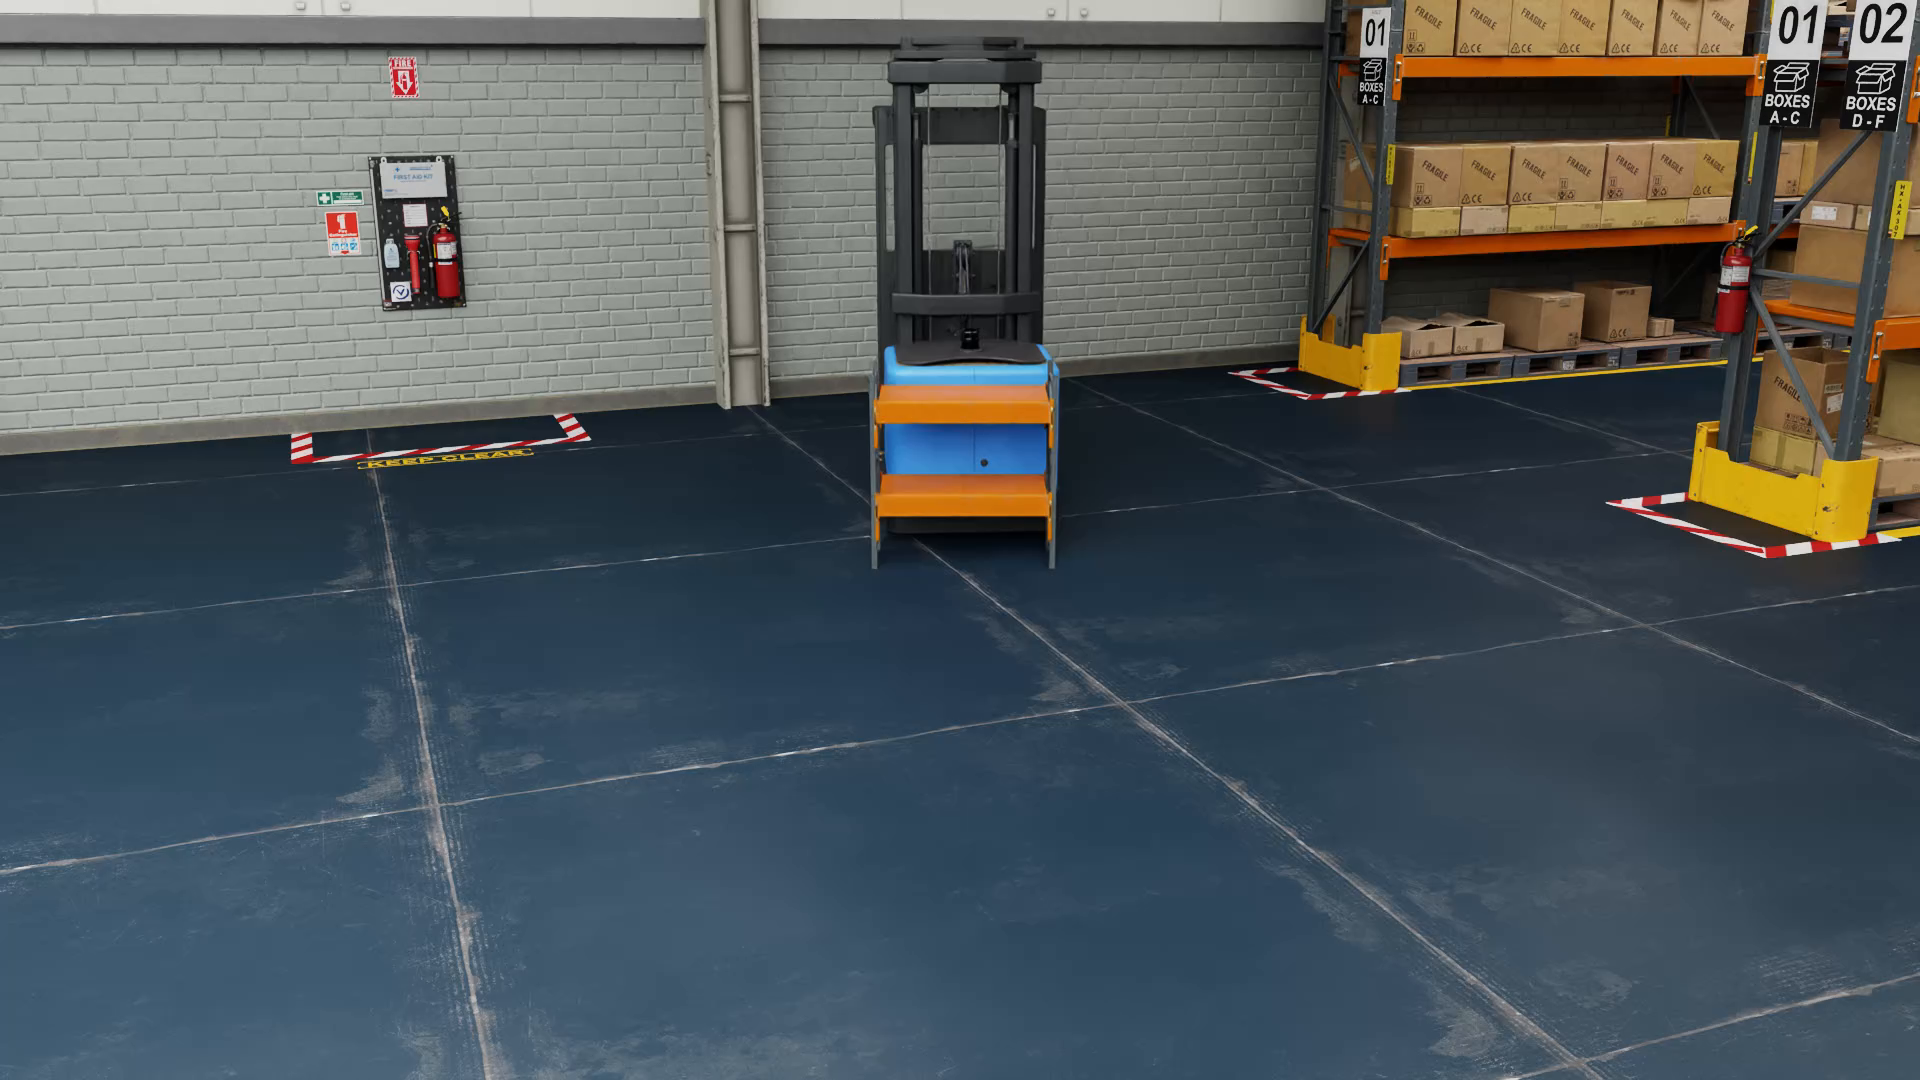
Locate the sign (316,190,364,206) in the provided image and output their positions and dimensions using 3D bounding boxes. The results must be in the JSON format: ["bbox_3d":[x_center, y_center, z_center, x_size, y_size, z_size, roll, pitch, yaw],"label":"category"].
[{"bbox_3d":[-4.692,-2.589,12.586,0.331,0.109,0.001,-6,17,-20],"label":"sign"}]

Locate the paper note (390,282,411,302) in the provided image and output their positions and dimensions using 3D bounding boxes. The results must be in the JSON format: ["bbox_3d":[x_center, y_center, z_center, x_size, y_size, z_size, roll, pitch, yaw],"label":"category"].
[{"bbox_3d":[-4.336,-1.925,12.895,0.142,0.148,0.016,-6,17,-20],"label":"paper note"}]

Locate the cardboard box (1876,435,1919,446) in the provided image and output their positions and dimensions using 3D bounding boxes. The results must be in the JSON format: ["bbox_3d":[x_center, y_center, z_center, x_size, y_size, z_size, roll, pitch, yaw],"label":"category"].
[{"bbox_3d":[6.256,-0.520,10.680,0.500,0.250,0.500,-6,17,-20],"label":"cardboard box"}]

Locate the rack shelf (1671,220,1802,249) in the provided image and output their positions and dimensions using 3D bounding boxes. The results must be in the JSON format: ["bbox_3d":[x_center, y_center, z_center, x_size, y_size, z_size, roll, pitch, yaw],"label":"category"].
[{"bbox_3d":[9.036,-3.153,16.790,4.000,0.370,1.077,-6,17,-20],"label":"rack shelf"}]

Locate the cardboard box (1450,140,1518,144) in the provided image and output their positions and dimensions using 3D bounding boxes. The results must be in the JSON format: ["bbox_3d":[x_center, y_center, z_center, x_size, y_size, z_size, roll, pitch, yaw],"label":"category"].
[{"bbox_3d":[4.752,-3.396,15.239,0.500,0.500,0.500,-7,18,-22],"label":"cardboard box"}]

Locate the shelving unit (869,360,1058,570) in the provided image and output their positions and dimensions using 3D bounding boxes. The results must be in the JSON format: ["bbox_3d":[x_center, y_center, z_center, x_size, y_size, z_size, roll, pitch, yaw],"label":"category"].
[{"bbox_3d":[0.019,-0.439,9.597,1.048,1.125,0.538,0,16,0],"label":"shelving unit"}]

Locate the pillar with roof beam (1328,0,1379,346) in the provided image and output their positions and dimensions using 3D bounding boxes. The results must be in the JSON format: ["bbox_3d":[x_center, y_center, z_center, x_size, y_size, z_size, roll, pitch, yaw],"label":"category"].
[{"bbox_3d":[5.318,-4.938,10.942,0.400,9.000,9.100,-6,17,-20],"label":"pillar with roof beam"}]

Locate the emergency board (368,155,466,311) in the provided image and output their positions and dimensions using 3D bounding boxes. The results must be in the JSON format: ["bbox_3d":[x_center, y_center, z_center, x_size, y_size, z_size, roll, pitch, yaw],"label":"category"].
[{"bbox_3d":[-4.146,-2.348,12.770,0.643,1.169,0.194,-6,17,-20],"label":"emergency board"}]

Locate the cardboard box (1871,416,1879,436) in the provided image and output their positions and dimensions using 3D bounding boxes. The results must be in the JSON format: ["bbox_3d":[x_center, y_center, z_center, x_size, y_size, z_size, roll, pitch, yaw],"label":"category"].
[{"bbox_3d":[6.067,-0.658,11.151,0.500,0.250,0.500,-6,17,-20],"label":"cardboard box"}]

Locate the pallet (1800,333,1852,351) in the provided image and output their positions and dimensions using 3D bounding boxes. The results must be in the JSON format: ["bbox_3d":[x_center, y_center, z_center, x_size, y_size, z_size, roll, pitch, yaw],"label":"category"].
[{"bbox_3d":[9.036,-2.162,17.086,1.213,0.211,1.003,-6,17,-20],"label":"pallet"}]

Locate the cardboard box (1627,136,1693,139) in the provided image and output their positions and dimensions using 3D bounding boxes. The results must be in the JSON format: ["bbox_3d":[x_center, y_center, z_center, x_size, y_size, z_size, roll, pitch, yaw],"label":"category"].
[{"bbox_3d":[6.655,-3.602,15.940,0.500,0.500,0.500,-7,18,-21],"label":"cardboard box"}]

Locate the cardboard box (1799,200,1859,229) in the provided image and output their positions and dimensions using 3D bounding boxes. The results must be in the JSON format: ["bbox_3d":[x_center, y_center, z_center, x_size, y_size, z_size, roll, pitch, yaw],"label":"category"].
[{"bbox_3d":[5.498,-2.039,10.388,0.250,0.149,0.380,-6,18,-21],"label":"cardboard box"}]

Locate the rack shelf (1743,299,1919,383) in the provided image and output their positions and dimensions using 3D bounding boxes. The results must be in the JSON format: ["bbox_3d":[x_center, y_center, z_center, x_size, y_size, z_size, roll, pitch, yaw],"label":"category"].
[{"bbox_3d":[7.077,-1.447,10.980,4.000,0.370,1.077,-6,17,-20],"label":"rack shelf"}]

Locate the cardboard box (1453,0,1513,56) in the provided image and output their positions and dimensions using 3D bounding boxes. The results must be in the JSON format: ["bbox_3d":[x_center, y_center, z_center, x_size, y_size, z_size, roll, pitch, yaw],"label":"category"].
[{"bbox_3d":[4.350,-4.403,14.232,0.500,0.500,0.500,-5,17,-16],"label":"cardboard box"}]

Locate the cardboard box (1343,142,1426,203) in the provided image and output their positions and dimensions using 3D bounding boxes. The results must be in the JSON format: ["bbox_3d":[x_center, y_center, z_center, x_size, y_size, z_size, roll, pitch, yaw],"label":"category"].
[{"bbox_3d":[3.798,-3.295,14.894,0.500,0.500,0.500,-6,18,-21],"label":"cardboard box"}]

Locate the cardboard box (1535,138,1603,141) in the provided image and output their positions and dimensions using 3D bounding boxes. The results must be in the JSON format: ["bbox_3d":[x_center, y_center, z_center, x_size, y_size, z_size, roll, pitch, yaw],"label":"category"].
[{"bbox_3d":[5.703,-3.502,15.600,0.500,0.500,0.500,-6,17,-19],"label":"cardboard box"}]

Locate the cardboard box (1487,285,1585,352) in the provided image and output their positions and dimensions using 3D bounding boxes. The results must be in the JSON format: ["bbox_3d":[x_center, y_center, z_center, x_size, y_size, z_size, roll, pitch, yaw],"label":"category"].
[{"bbox_3d":[5.347,-2.070,15.479,0.500,0.500,0.700,-7,18,-24],"label":"cardboard box"}]

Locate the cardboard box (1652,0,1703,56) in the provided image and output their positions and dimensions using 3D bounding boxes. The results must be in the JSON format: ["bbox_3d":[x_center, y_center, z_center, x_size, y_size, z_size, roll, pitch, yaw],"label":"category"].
[{"bbox_3d":[6.309,-4.630,15.005,0.500,0.500,0.500,-8,18,-25],"label":"cardboard box"}]

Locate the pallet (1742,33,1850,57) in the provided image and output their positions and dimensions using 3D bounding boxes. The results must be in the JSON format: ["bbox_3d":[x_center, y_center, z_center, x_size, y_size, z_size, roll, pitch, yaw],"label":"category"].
[{"bbox_3d":[7.783,-4.680,15.722,1.003,0.211,1.213,-6,17,-20],"label":"pallet"}]

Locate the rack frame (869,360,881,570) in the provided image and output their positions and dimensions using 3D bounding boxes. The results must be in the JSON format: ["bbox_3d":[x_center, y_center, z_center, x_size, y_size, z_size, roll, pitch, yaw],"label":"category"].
[{"bbox_3d":[-0.489,-0.438,9.594,0.032,1.125,0.500,0,16,0],"label":"rack frame"}]

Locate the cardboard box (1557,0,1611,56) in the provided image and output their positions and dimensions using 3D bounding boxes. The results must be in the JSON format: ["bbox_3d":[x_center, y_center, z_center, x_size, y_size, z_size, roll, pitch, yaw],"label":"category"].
[{"bbox_3d":[5.326,-4.516,14.617,0.500,0.500,0.500,-5,17,-17],"label":"cardboard box"}]

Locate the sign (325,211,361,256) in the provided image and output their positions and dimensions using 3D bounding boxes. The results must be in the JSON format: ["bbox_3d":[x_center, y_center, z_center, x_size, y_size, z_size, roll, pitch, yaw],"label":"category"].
[{"bbox_3d":[-4.700,-2.336,12.667,0.234,0.329,0.001,-6,17,-20],"label":"sign"}]

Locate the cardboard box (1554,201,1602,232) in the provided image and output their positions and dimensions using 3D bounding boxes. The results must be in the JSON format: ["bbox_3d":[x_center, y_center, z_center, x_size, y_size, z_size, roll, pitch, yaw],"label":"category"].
[{"bbox_3d":[5.433,-2.953,15.062,0.500,0.250,0.500,-6,17,-20],"label":"cardboard box"}]

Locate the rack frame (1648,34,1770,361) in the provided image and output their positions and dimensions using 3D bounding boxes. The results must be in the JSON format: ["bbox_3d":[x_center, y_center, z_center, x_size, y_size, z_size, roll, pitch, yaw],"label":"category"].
[{"bbox_3d":[7.169,-3.297,16.002,0.127,3.000,1.000,-6,17,-20],"label":"rack frame"}]

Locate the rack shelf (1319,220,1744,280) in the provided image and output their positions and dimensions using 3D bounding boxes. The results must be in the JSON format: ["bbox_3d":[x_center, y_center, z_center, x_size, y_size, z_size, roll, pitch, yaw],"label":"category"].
[{"bbox_3d":[5.301,-2.750,15.417,4.000,0.370,1.077,-6,17,-20],"label":"rack shelf"}]

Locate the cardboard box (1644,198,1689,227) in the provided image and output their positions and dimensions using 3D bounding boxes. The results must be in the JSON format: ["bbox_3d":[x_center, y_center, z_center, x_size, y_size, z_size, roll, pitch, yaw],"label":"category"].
[{"bbox_3d":[6.367,-3.059,15.422,0.500,0.250,0.500,-6,17,-20],"label":"cardboard box"}]

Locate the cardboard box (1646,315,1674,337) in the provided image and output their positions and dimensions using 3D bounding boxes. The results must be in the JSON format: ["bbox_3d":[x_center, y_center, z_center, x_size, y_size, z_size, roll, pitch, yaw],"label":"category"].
[{"bbox_3d":[6.680,-2.087,16.129,0.250,0.166,0.380,-9,18,-27],"label":"cardboard box"}]

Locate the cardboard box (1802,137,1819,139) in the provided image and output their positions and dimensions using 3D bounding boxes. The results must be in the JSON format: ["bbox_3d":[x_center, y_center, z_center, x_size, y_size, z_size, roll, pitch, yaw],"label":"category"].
[{"bbox_3d":[8.784,-3.727,16.510,0.500,0.500,0.700,-4,17,-12],"label":"cardboard box"}]

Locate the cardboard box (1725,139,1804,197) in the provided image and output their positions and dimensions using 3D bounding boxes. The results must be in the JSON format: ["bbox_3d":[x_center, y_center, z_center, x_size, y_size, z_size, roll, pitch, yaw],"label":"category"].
[{"bbox_3d":[7.656,-3.598,16.070,0.500,0.500,0.700,-6,17,-20],"label":"cardboard box"}]

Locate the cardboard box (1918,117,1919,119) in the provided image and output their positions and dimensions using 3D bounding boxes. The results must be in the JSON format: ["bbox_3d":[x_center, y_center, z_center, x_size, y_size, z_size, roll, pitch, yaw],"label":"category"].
[{"bbox_3d":[6.189,-2.365,10.347,0.500,0.500,0.700,-7,18,-22],"label":"cardboard box"}]

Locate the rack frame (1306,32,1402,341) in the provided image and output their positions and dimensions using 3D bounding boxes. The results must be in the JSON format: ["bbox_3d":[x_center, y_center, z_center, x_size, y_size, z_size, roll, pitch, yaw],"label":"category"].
[{"bbox_3d":[3.434,-2.894,14.629,0.127,3.000,1.000,-6,17,-20],"label":"rack frame"}]

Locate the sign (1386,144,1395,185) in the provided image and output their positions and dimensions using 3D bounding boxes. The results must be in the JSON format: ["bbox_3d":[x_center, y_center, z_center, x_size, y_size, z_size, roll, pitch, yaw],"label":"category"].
[{"bbox_3d":[3.628,-3.166,14.021,0.005,0.325,0.100,-6,17,-20],"label":"sign"}]

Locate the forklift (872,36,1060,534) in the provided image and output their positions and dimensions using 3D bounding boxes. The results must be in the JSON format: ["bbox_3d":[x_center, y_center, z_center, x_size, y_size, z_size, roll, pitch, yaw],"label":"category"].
[{"bbox_3d":[-0.016,-1.807,11.051,1.130,2.935,3.031,-1,16,-4],"label":"forklift"}]

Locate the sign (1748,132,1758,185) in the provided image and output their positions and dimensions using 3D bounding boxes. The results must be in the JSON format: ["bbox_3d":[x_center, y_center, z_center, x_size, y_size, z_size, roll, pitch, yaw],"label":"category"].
[{"bbox_3d":[5.028,-2.404,10.486,0.005,0.325,0.100,-6,17,-20],"label":"sign"}]

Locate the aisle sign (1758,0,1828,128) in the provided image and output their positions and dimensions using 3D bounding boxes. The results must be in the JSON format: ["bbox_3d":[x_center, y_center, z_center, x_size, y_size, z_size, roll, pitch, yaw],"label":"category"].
[{"bbox_3d":[5.043,-2.909,10.066,0.004,0.787,0.394,-6,17,-20],"label":"aisle sign"}]

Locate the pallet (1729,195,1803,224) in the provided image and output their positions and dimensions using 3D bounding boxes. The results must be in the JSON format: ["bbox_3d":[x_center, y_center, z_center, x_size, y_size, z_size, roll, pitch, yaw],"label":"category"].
[{"bbox_3d":[7.934,-3.244,16.161,1.213,0.211,1.003,-6,17,-20],"label":"pallet"}]

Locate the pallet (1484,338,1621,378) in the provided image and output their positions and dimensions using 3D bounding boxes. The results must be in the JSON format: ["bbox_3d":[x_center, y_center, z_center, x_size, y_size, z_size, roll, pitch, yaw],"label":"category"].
[{"bbox_3d":[5.413,-1.758,15.710,1.213,0.211,1.003,-6,17,-20],"label":"pallet"}]

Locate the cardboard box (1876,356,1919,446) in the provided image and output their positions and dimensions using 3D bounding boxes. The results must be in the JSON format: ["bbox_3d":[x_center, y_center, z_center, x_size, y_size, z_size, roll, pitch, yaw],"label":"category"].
[{"bbox_3d":[6.256,-0.879,10.572,0.500,0.500,0.500,-6,17,-20],"label":"cardboard box"}]

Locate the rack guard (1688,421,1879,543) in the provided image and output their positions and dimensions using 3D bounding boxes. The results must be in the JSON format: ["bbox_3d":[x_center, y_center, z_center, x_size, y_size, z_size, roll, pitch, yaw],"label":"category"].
[{"bbox_3d":[5.187,-0.389,10.536,0.348,0.500,1.175,-6,17,-20],"label":"rack guard"}]

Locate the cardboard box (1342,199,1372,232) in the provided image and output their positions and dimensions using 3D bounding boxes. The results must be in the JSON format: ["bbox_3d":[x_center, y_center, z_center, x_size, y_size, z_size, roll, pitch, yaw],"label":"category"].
[{"bbox_3d":[3.801,-2.929,14.981,0.500,0.250,0.500,-6,17,-19],"label":"cardboard box"}]

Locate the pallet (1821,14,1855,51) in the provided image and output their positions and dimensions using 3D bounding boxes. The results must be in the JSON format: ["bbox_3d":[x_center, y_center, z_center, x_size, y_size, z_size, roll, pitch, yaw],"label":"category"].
[{"bbox_3d":[5.879,-3.052,10.001,1.213,0.211,1.003,-6,17,-20],"label":"pallet"}]

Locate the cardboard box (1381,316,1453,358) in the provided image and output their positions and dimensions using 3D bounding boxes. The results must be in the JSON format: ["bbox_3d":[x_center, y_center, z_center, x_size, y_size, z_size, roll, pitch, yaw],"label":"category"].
[{"bbox_3d":[4.112,-1.861,15.102,0.500,0.311,0.500,-8,18,-26],"label":"cardboard box"}]

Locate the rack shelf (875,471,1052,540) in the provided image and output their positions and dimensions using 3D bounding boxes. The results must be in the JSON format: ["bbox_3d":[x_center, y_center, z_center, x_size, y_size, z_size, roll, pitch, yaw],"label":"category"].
[{"bbox_3d":[0.019,-0.204,9.666,1.000,0.278,0.538,0,16,0],"label":"rack shelf"}]

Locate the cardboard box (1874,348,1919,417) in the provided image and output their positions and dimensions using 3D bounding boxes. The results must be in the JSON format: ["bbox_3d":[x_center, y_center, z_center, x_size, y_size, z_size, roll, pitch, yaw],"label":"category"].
[{"bbox_3d":[6.532,-1.070,11.221,0.500,0.500,0.500,-6,17,-20],"label":"cardboard box"}]

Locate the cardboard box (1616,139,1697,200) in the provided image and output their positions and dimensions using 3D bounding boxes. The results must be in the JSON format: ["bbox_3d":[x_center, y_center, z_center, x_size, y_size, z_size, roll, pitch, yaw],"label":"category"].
[{"bbox_3d":[6.374,-3.414,15.299,0.500,0.500,0.500,-6,17,-20],"label":"cardboard box"}]

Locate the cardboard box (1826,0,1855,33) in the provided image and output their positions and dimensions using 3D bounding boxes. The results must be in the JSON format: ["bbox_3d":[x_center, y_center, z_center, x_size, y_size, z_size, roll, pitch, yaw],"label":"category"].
[{"bbox_3d":[8.283,-4.991,15.860,0.500,0.311,0.500,-6,17,-18],"label":"cardboard box"}]

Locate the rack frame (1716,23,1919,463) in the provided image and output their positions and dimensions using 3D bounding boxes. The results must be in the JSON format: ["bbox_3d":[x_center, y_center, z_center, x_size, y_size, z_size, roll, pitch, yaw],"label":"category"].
[{"bbox_3d":[5.210,-1.591,10.192,0.127,3.000,1.000,-6,17,-20],"label":"rack frame"}]

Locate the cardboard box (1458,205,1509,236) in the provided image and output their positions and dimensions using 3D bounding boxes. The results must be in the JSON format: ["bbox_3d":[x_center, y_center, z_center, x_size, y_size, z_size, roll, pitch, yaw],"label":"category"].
[{"bbox_3d":[4.483,-2.853,14.721,0.500,0.250,0.500,-7,18,-22],"label":"cardboard box"}]

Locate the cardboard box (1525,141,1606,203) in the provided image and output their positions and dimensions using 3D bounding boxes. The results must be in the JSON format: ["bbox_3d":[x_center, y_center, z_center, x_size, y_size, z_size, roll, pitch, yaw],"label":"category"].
[{"bbox_3d":[5.414,-3.313,14.956,0.500,0.500,0.500,-6,17,-18],"label":"cardboard box"}]

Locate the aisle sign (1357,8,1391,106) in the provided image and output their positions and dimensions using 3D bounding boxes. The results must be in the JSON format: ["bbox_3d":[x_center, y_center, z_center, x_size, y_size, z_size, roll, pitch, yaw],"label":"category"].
[{"bbox_3d":[3.474,-4.055,13.969,0.004,0.787,0.394,-6,17,-20],"label":"aisle sign"}]

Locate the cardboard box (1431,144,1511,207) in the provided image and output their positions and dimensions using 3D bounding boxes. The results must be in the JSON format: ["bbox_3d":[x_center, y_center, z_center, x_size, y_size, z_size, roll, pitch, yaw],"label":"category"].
[{"bbox_3d":[4.452,-3.207,14.597,0.500,0.500,0.500,-6,17,-20],"label":"cardboard box"}]

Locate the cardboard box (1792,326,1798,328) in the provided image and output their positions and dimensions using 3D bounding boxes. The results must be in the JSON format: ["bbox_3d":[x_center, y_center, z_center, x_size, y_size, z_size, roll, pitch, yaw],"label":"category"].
[{"bbox_3d":[8.315,-2.453,16.782,0.500,0.500,0.700,-7,18,-21],"label":"cardboard box"}]

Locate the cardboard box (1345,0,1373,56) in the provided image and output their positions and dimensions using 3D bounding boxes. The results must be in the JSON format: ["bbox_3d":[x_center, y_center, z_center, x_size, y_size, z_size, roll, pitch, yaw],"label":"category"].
[{"bbox_3d":[3.733,-4.499,14.559,0.500,0.500,0.500,-5,17,-16],"label":"cardboard box"}]
